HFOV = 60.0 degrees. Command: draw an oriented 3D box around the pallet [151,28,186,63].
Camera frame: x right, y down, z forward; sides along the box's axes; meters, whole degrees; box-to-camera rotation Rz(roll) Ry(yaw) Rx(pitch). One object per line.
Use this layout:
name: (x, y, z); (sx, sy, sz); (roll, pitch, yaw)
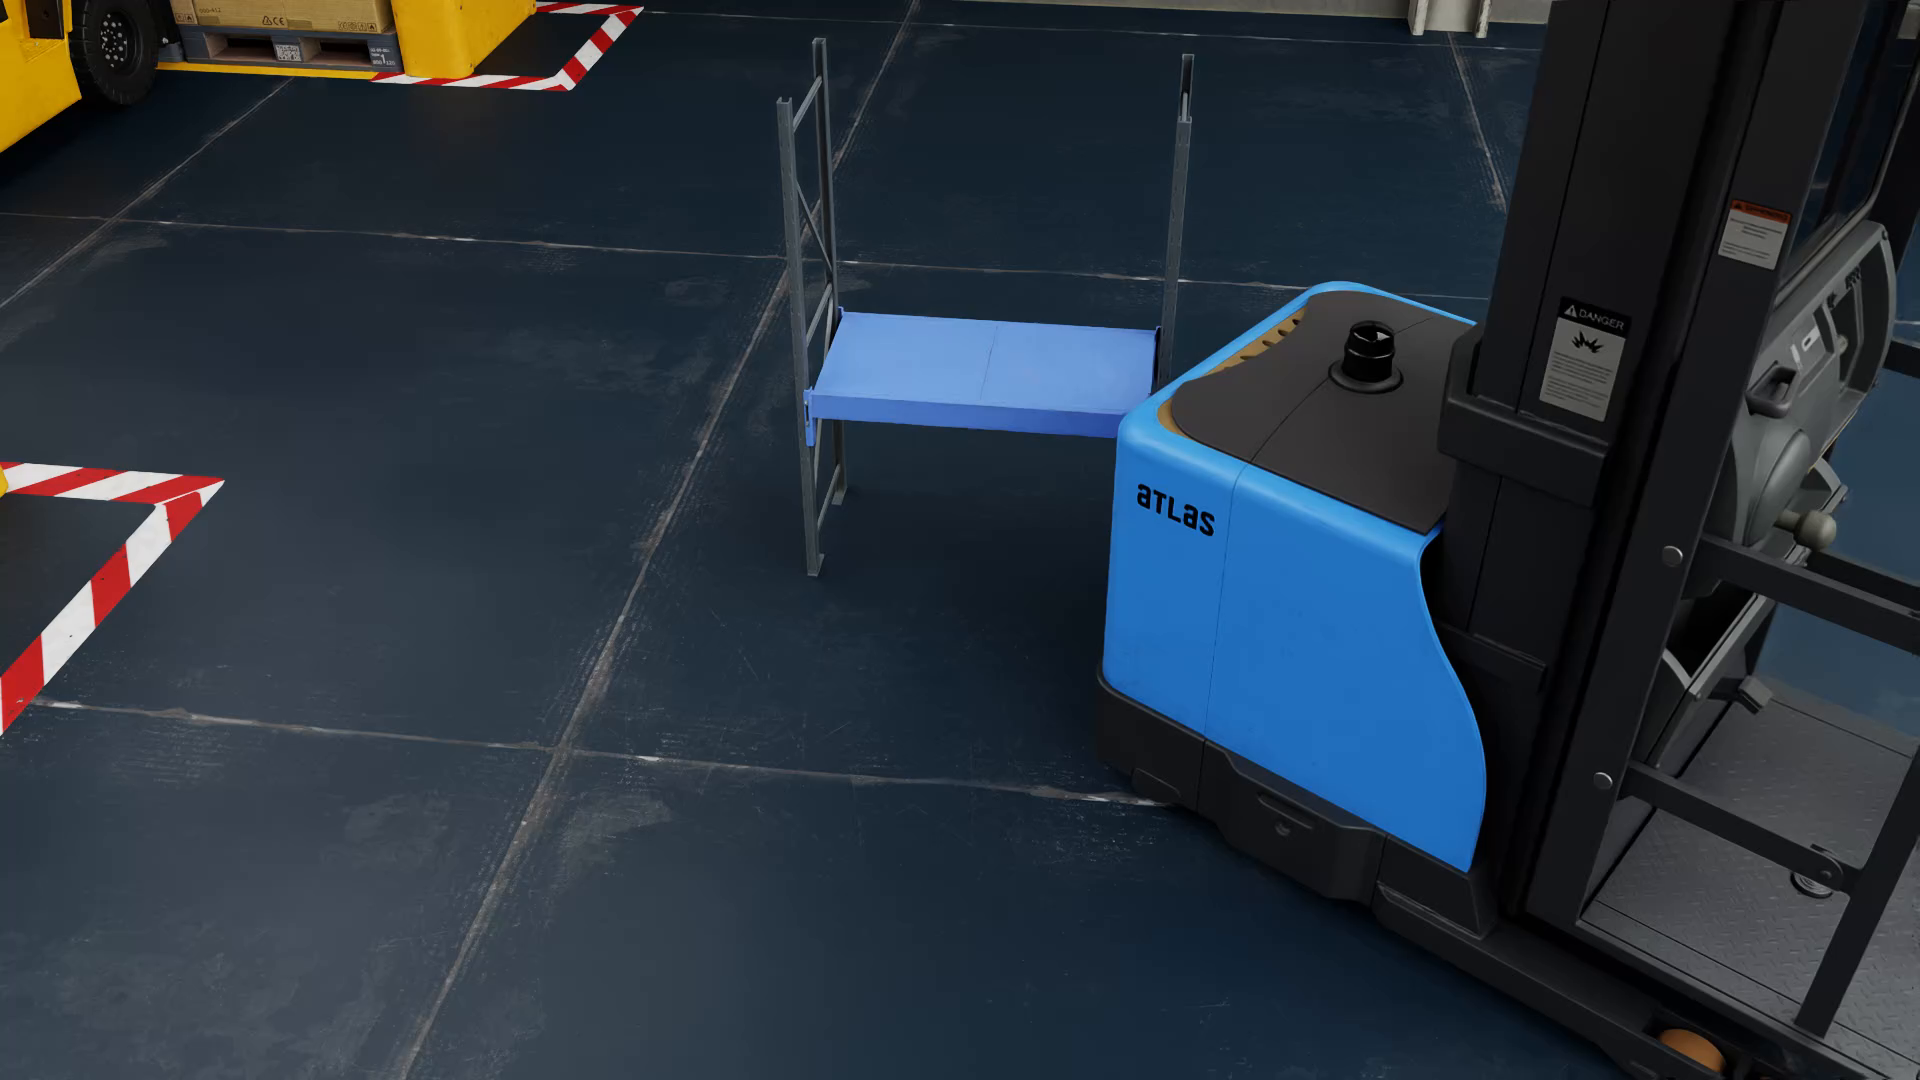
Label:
pallet: (-4.644, -2.936, 9.182); (1.213, 0.211, 1.003); (4, 36, 6)

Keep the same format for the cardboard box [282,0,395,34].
cardboard box: (-3.179, -2.851, 8.668); (0.500, 0.250, 0.500); (5, 36, 6)

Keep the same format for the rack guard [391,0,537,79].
rack guard: (-2.649, -2.927, 8.921); (0.348, 0.500, 1.175); (4, 36, 6)

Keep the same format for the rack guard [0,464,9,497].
rack guard: (-3.377, -0.074, 4.924); (0.348, 0.500, 1.175); (4, 36, 6)

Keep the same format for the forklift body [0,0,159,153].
forklift body: (-4.786, -2.690, 7.168); (1.214, 2.155, 2.313); (4, 36, 6)

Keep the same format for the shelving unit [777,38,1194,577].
shelving unit: (0.085, -0.604, 4.805); (1.048, 1.500, 0.538); (4, 36, 6)

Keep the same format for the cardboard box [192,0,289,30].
cardboard box: (-3.671, -2.893, 8.727); (0.500, 0.250, 0.500); (4, 36, 6)

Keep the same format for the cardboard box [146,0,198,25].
cardboard box: (-4.167, -2.935, 8.786); (0.500, 0.250, 0.500); (5, 36, 6)

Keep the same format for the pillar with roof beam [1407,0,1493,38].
pillar with roof beam: (2.154, -4.035, 3.157); (0.400, 9.000, 9.100); (4, 36, 6)

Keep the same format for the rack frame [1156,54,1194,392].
rack frame: (0.589, -0.567, 4.753); (0.032, 1.500, 0.500); (4, 36, 6)

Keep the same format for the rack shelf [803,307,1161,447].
rack shelf: (0.085, -0.458, 4.910); (1.000, 0.185, 0.538); (4, 36, 6)

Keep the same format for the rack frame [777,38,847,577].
rack frame: (-0.420, -0.642, 4.858); (0.032, 1.500, 0.500); (4, 36, 6)

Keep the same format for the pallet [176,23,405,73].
pallet: (-3.437, -2.844, 9.053); (1.213, 0.211, 1.003); (4, 36, 6)

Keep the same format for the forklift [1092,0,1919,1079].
forklift: (1.798, -0.257, 3.087); (3.031, 2.935, 1.130); (26, 43, 32)
